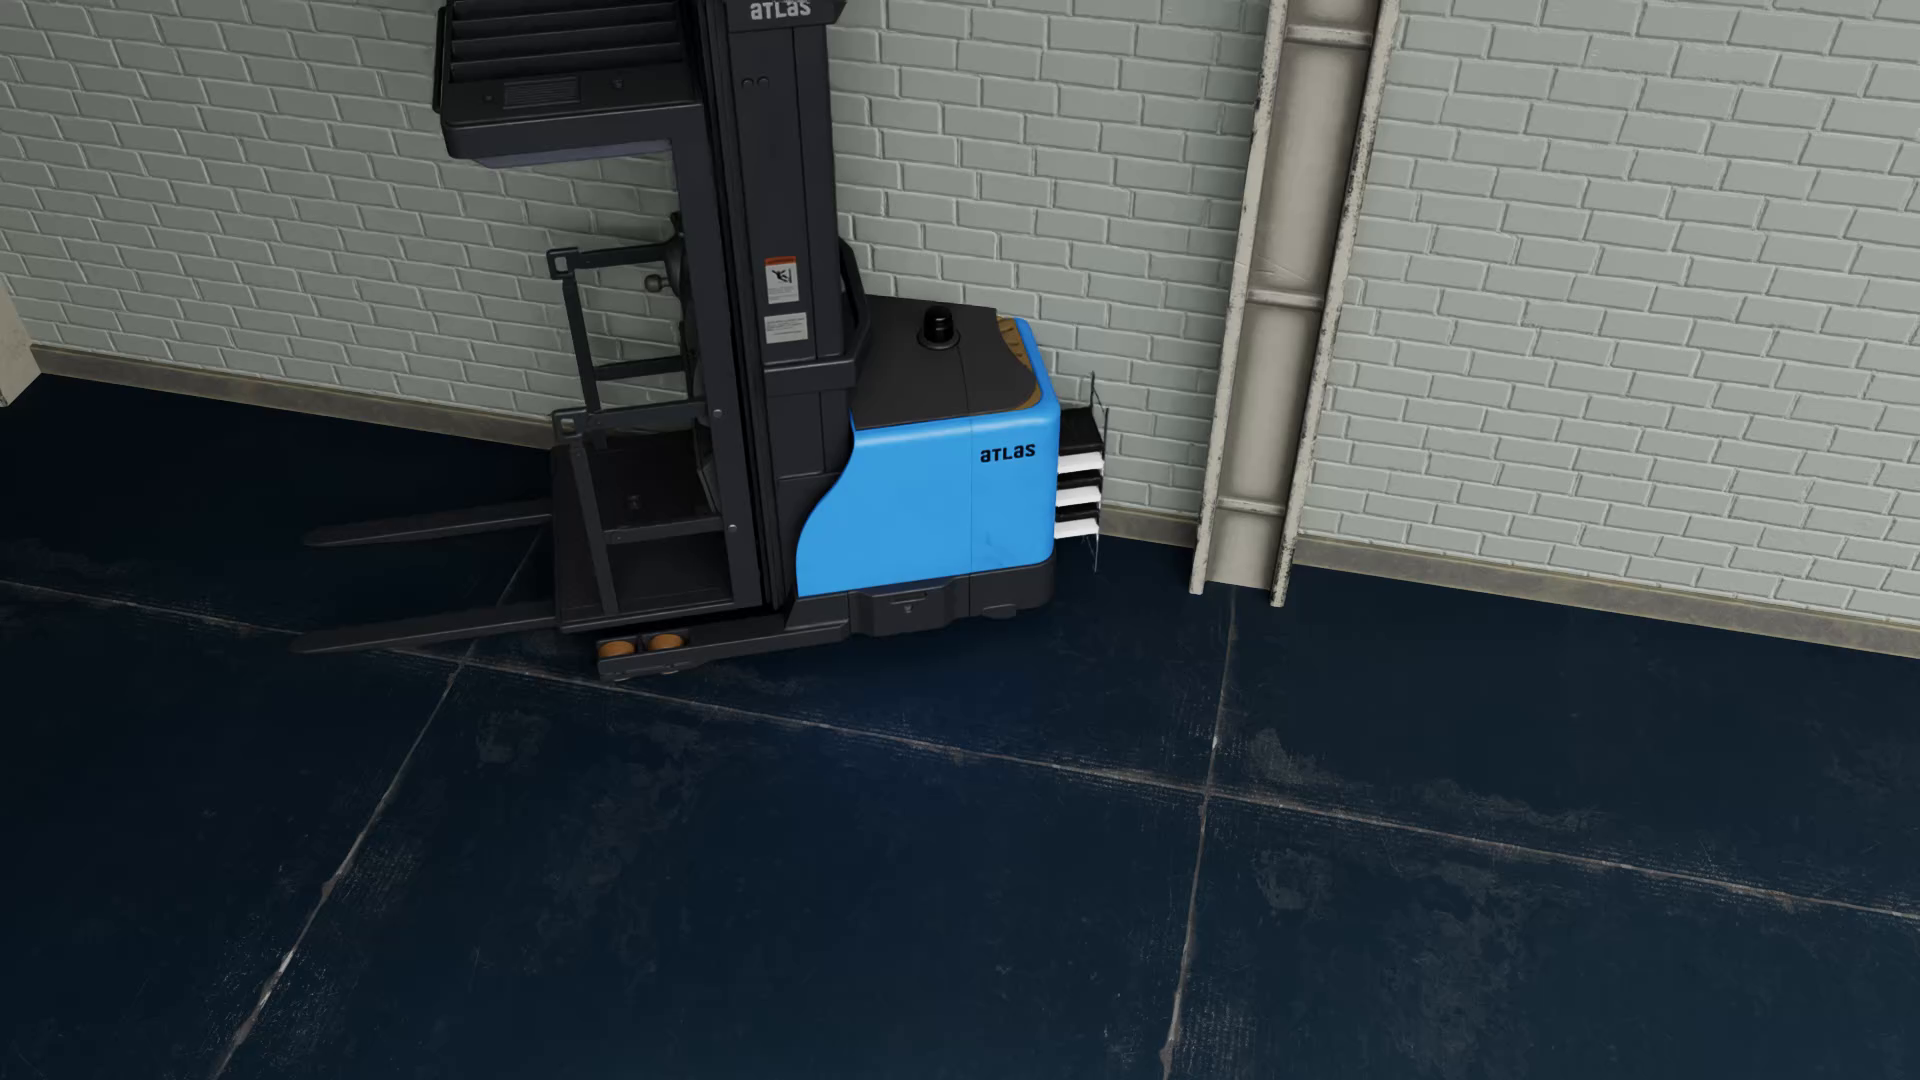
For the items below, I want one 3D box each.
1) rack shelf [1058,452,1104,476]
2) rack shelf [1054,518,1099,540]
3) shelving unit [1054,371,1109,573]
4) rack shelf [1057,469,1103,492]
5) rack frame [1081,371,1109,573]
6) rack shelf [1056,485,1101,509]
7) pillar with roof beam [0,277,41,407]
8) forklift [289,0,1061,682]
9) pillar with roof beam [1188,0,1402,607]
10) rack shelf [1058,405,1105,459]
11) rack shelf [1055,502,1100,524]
[{"bbox_3d":[0.452,-0.357,6.721,0.200,0.077,0.258,-8,44,-8],"label":"rack shelf"},{"bbox_3d":[0.452,-0.098,6.970,0.200,0.077,0.258,-8,44,-8],"label":"rack shelf"},{"bbox_3d":[0.452,-0.251,6.822,0.210,0.900,0.258,-8,44,-8],"label":"shelving unit"},{"bbox_3d":[0.452,-0.292,6.783,0.200,0.077,0.258,-8,44,-8],"label":"rack shelf"},{"bbox_3d":[0.552,-0.265,6.837,0.006,0.900,0.240,-8,44,-8],"label":"rack frame"},{"bbox_3d":[0.452,-0.227,6.845,0.200,0.077,0.258,-8,44,-8],"label":"rack shelf"},{"bbox_3d":[-5.610,-1.091,1.854,0.400,9.000,9.100,9,45,9],"label":"pillar with roof beam"},{"bbox_3d":[-1.177,-0.895,6.026,3.031,2.935,1.130,-8,44,-8],"label":"forklift"},{"bbox_3d":[0.245,-0.182,0.910,0.400,9.000,9.100,9,45,9],"label":"pillar with roof beam"},{"bbox_3d":[0.452,-0.422,6.658,0.200,0.077,0.258,-8,44,-8],"label":"rack shelf"},{"bbox_3d":[0.452,-0.163,6.908,0.200,0.077,0.258,-8,44,-8],"label":"rack shelf"}]
